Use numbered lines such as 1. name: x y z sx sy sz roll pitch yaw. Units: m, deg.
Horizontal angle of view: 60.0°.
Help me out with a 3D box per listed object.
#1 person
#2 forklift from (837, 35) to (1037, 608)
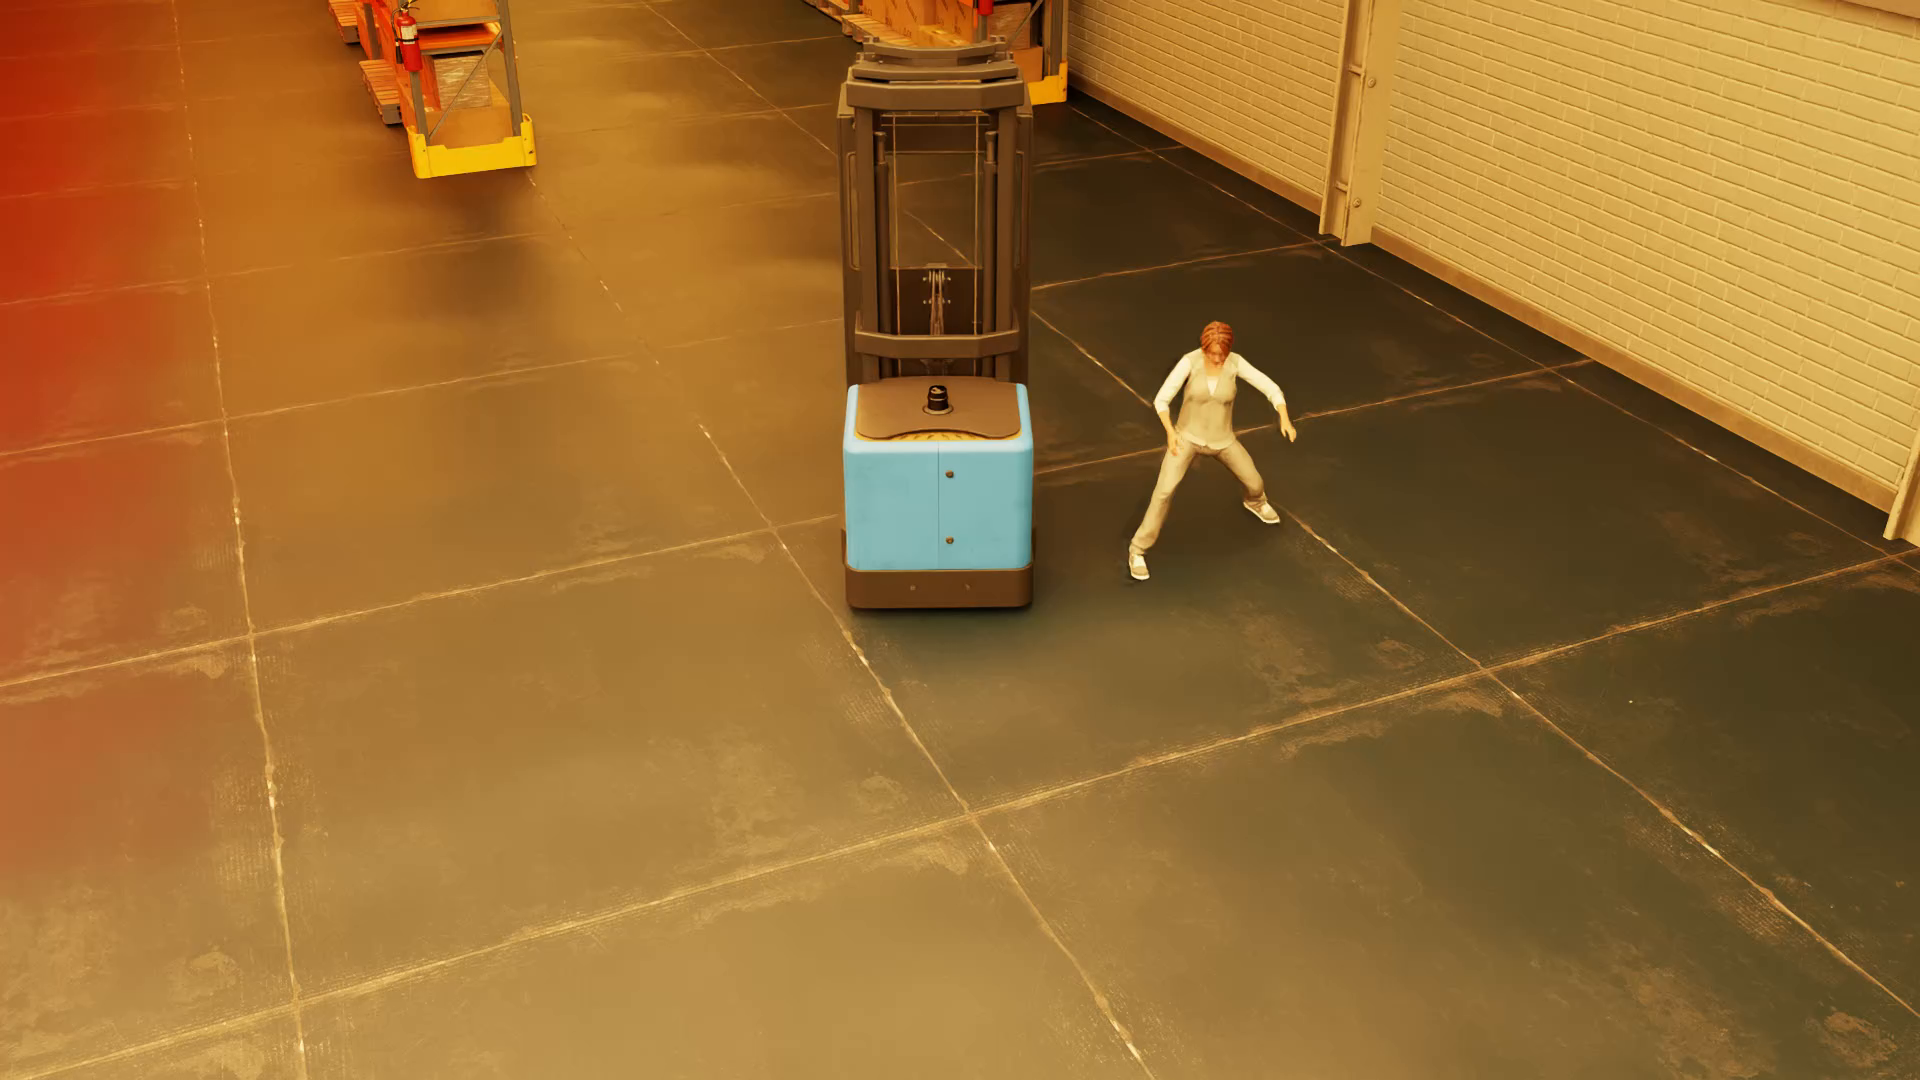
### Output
1. person: 1.482 -0.575 9.657 0.991 1.418 0.907 -1 30 -1
2. forklift: -0.141 -1.584 9.890 1.130 2.935 3.031 -1 30 -1
